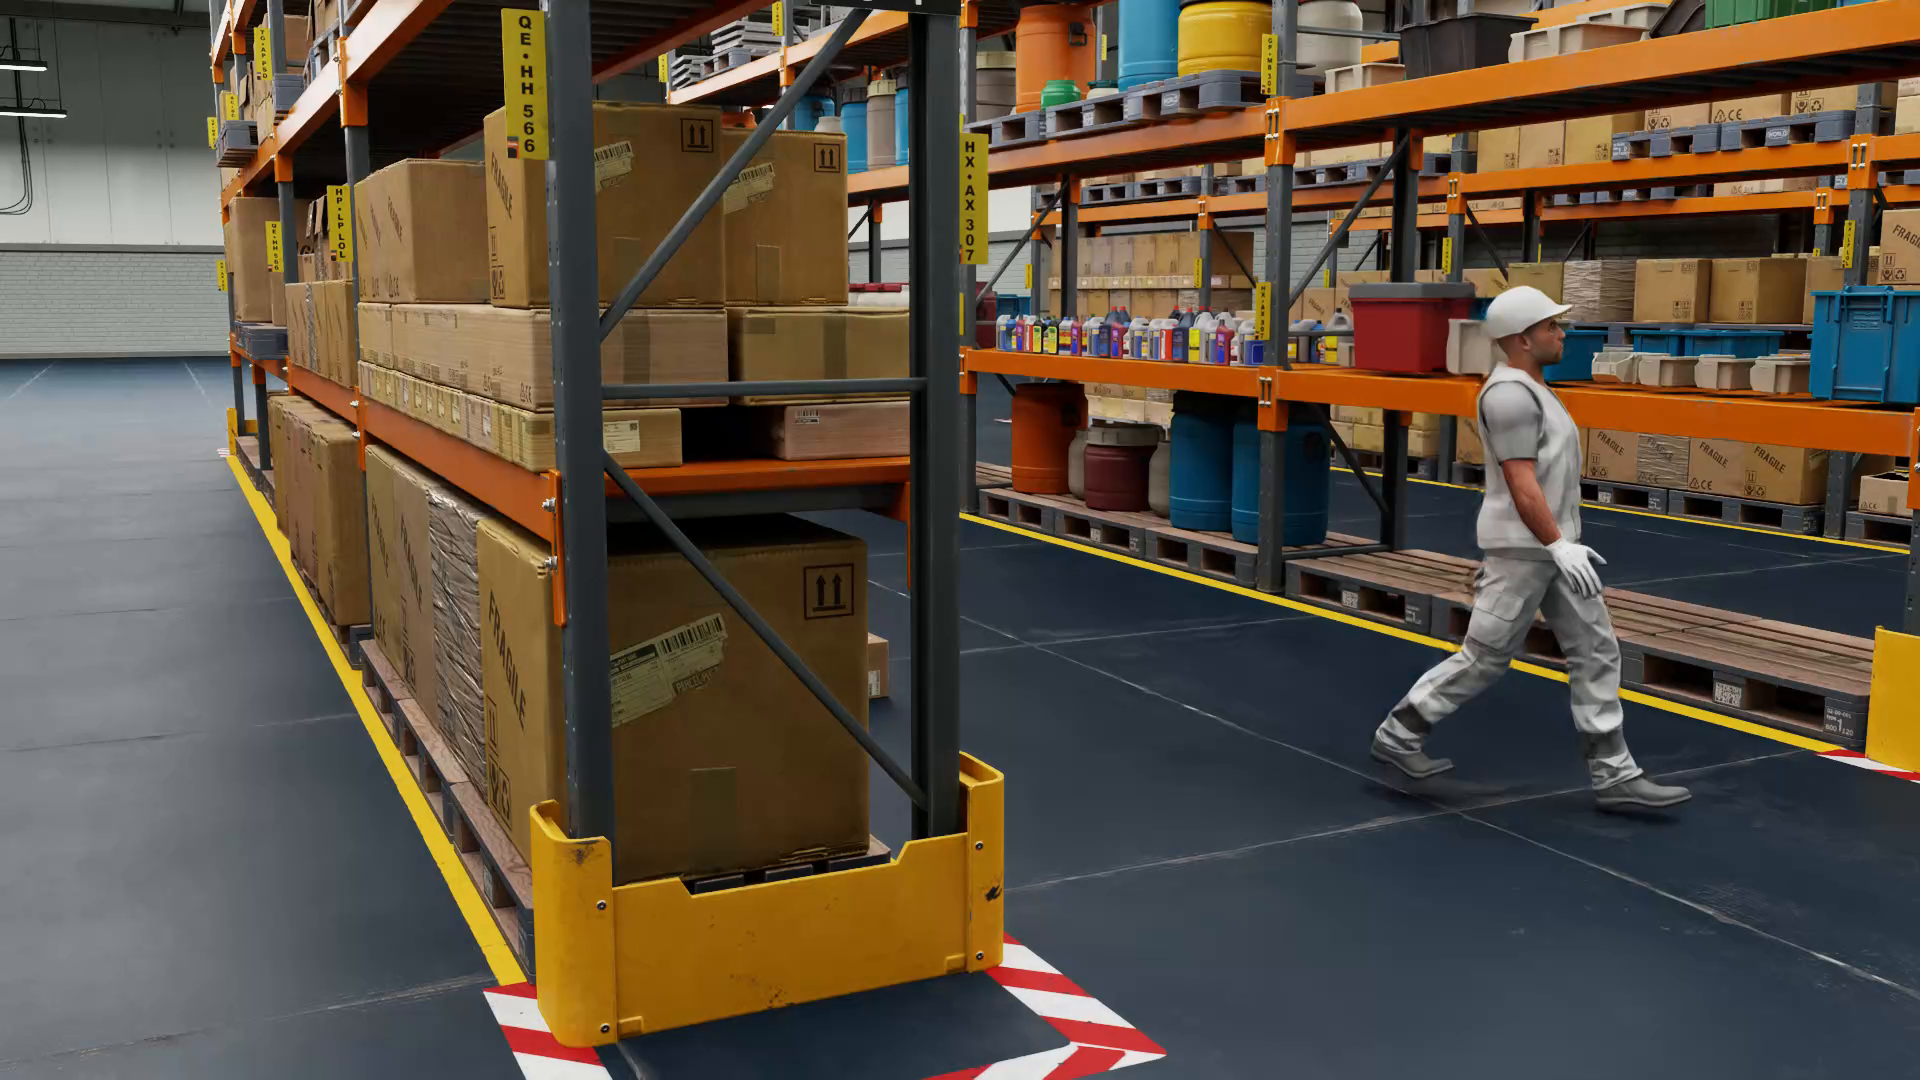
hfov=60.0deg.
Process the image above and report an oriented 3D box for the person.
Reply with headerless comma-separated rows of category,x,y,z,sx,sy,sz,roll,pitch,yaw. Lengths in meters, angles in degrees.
person,1.936,0.032,5.558,1.013,1.742,0.524,5,10,31
